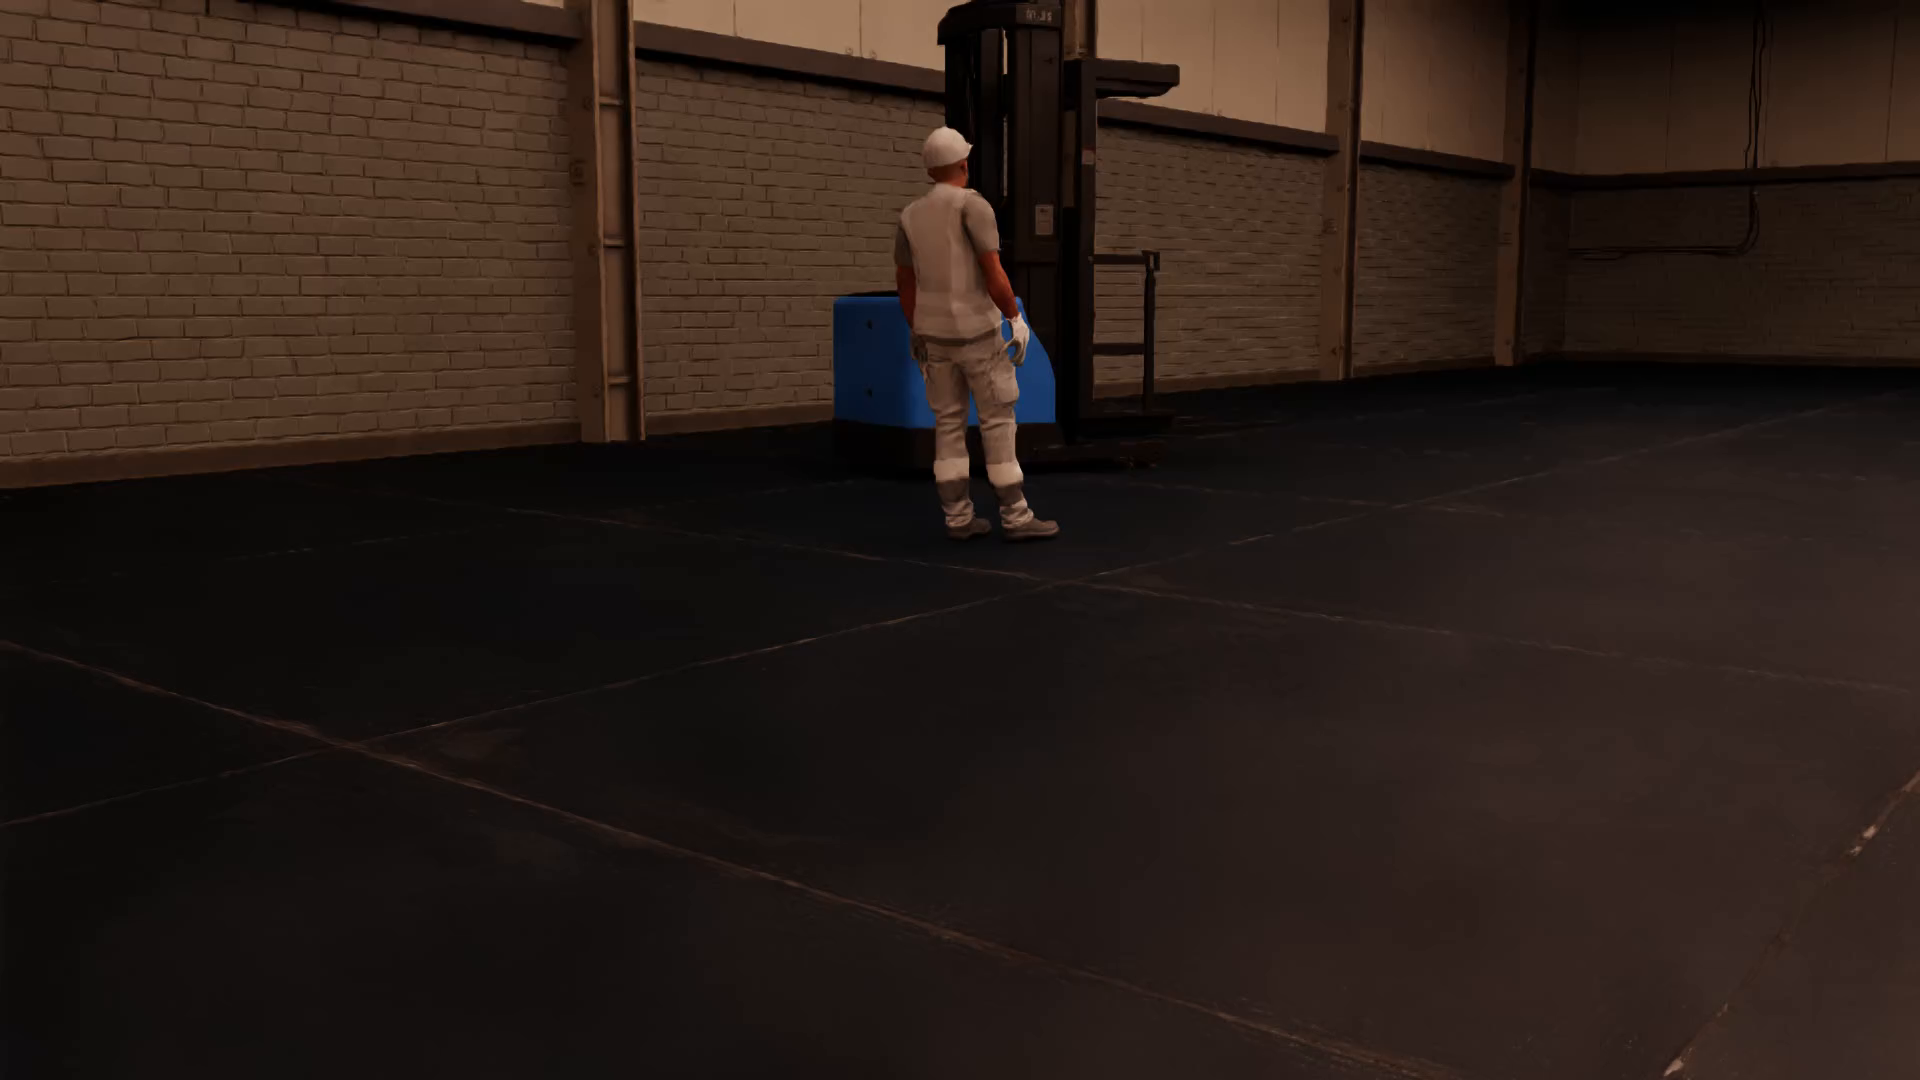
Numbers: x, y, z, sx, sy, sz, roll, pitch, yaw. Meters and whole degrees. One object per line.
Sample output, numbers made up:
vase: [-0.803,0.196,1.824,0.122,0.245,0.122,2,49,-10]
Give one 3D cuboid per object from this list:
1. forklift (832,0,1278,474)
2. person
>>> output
forklift: [0.718,-1.969,10.736,3.031,2.935,1.130,-5,10,-31]
person: [0.059,-0.900,7.329,0.637,1.787,0.563,7,11,38]
